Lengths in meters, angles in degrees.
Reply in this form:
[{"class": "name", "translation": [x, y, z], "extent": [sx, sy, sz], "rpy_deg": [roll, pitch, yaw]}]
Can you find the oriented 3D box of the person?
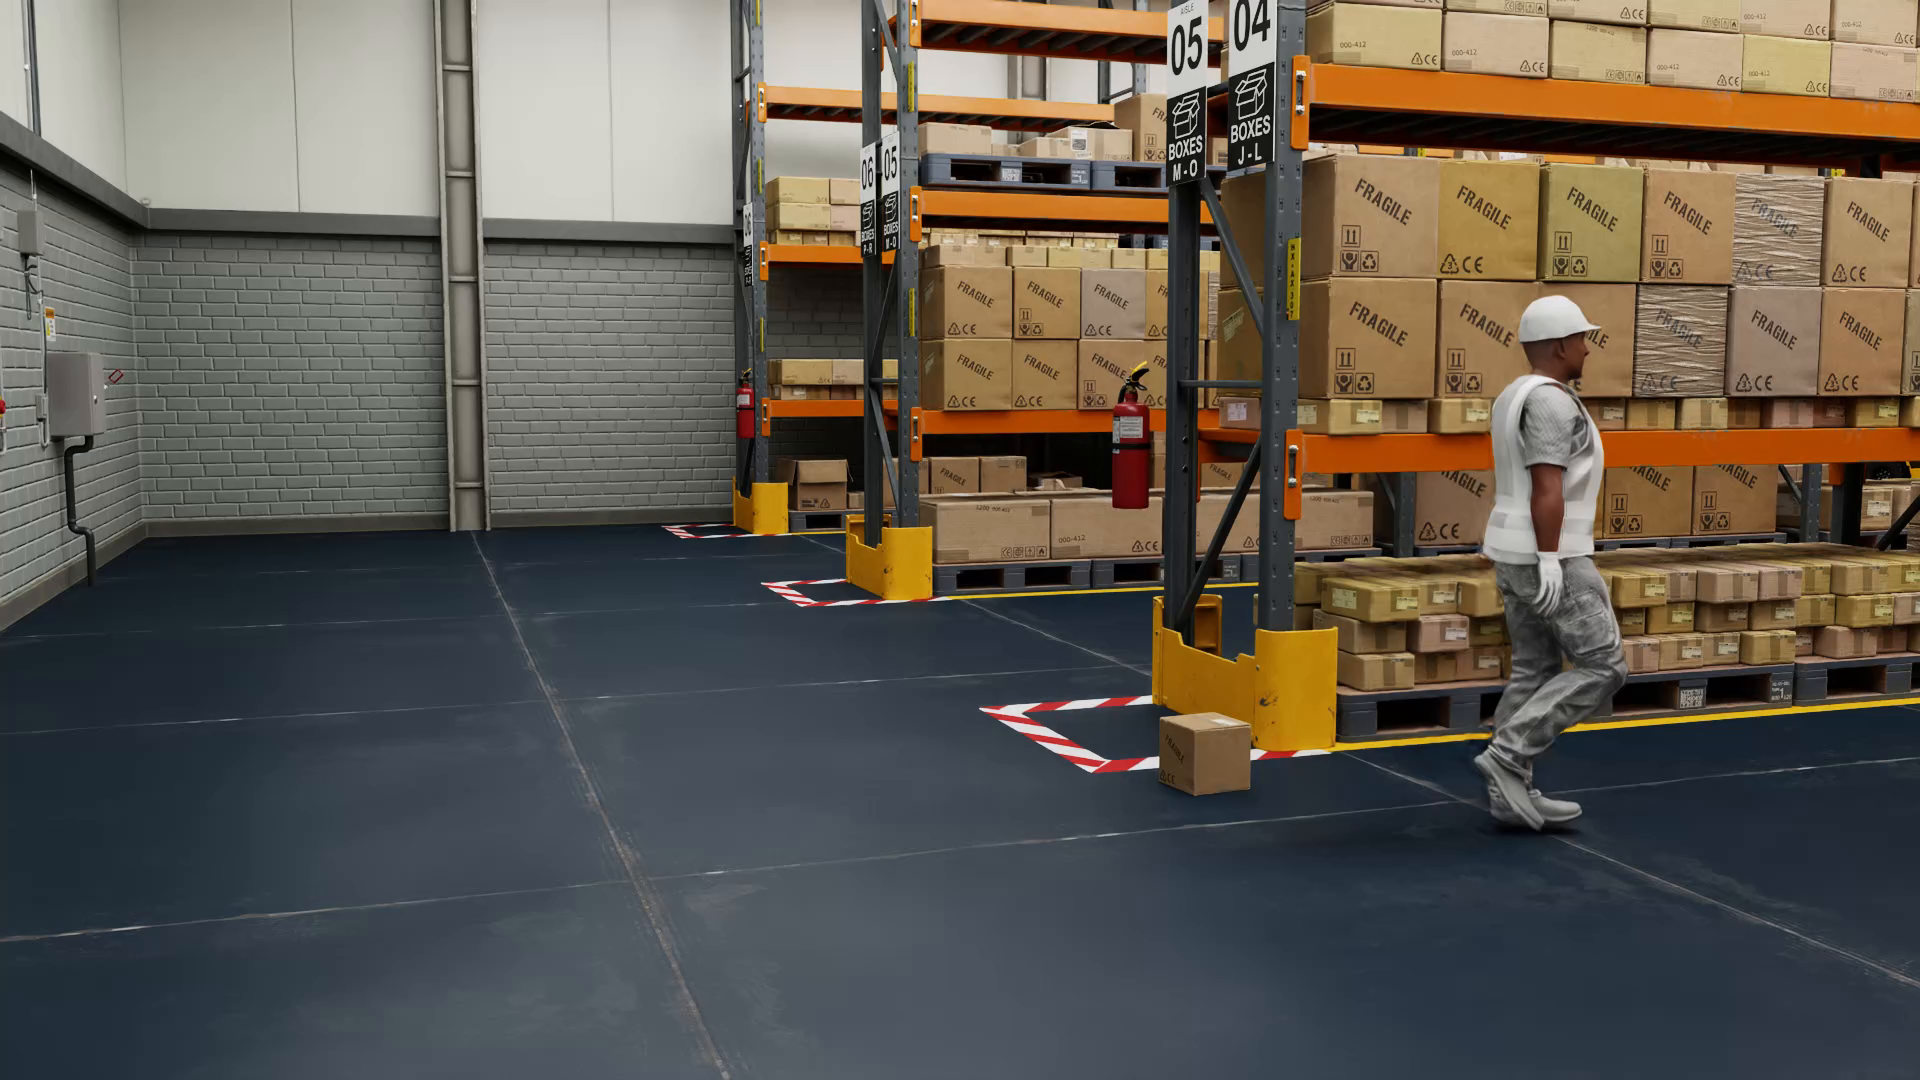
[{"class": "person", "translation": [1.962, 0.070, 5.620], "extent": [0.470, 1.777, 0.597], "rpy_deg": [0, 6, 4]}]
